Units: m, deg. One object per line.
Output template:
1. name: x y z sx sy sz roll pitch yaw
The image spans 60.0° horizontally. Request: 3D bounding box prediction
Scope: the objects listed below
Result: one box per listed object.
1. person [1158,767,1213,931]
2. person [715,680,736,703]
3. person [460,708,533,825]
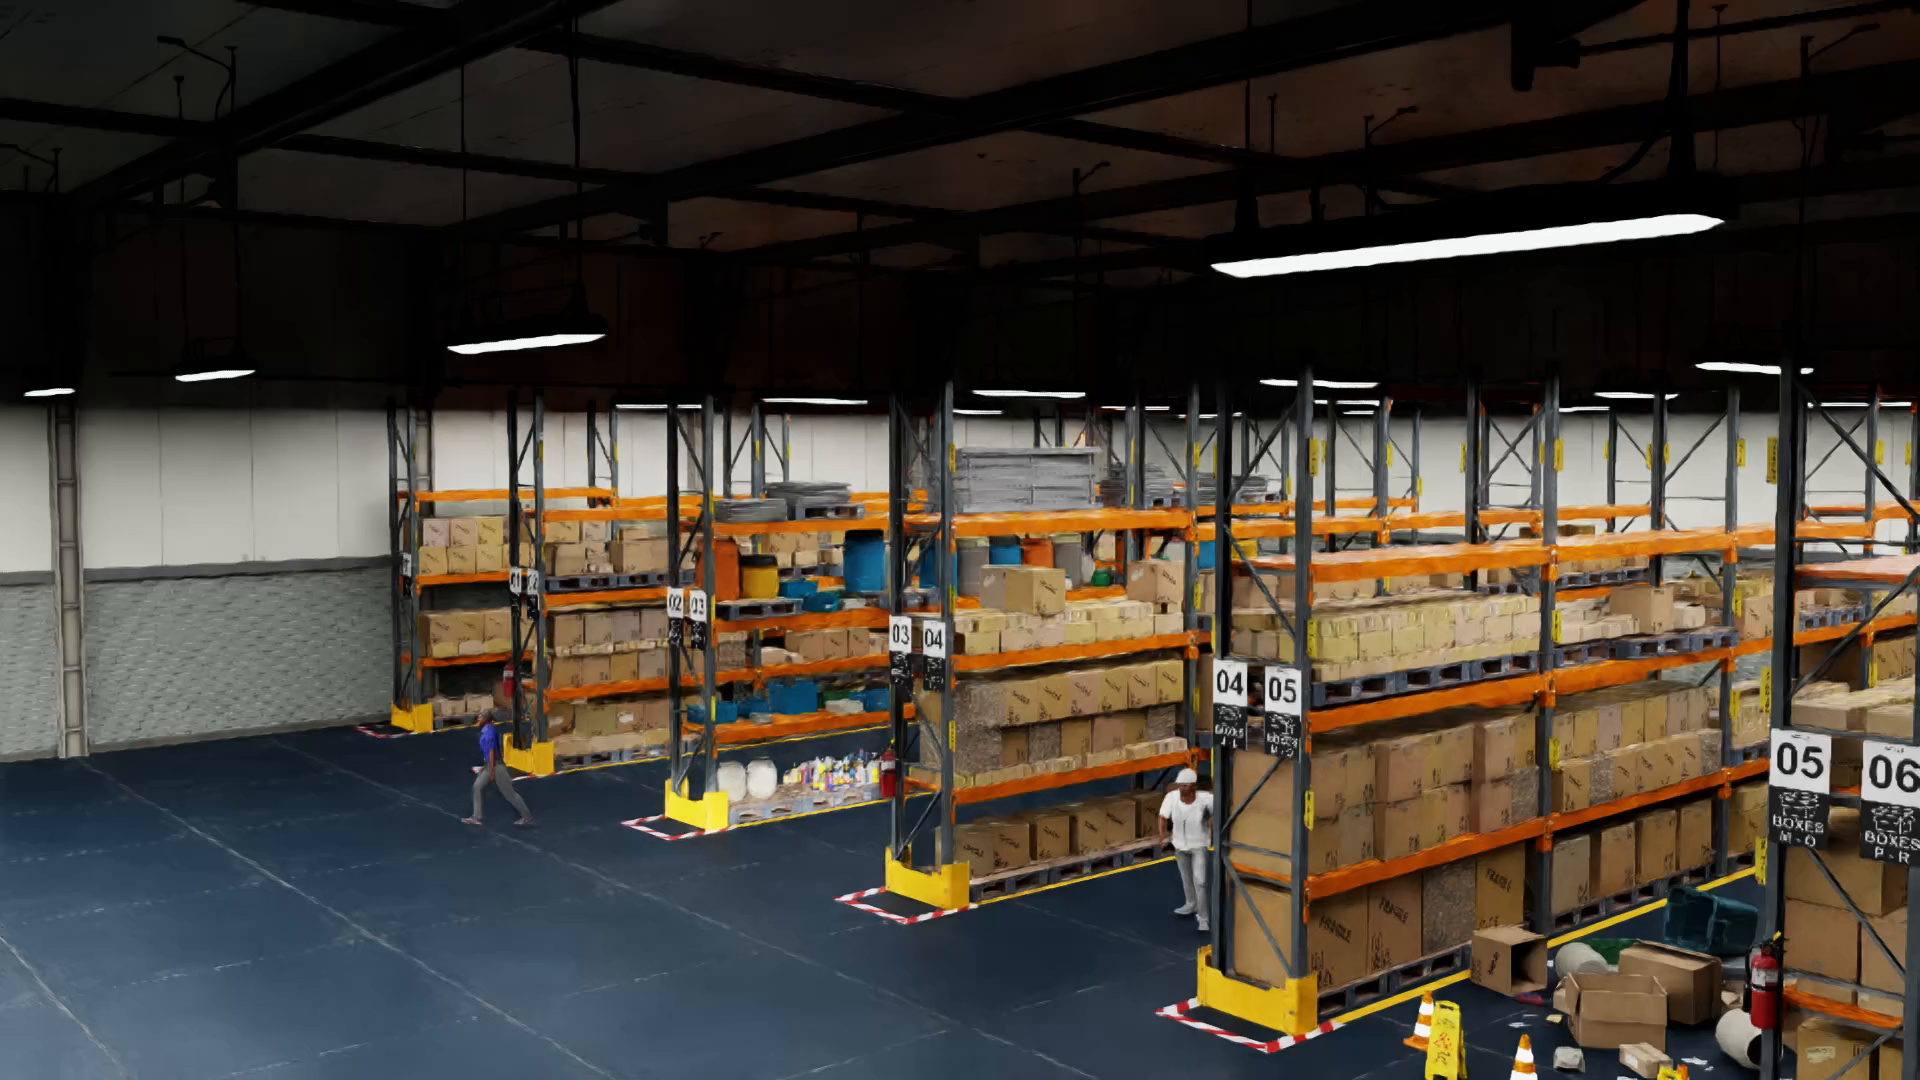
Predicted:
1. person: 2.492 3.267 17.845 0.708 1.704 0.835 2 4 33
2. person: -4.399 2.572 30.674 1.090 1.578 0.497 -3 4 -38
3. person: -6.254 3.063 22.412 0.944 1.581 0.494 -1 4 -19
